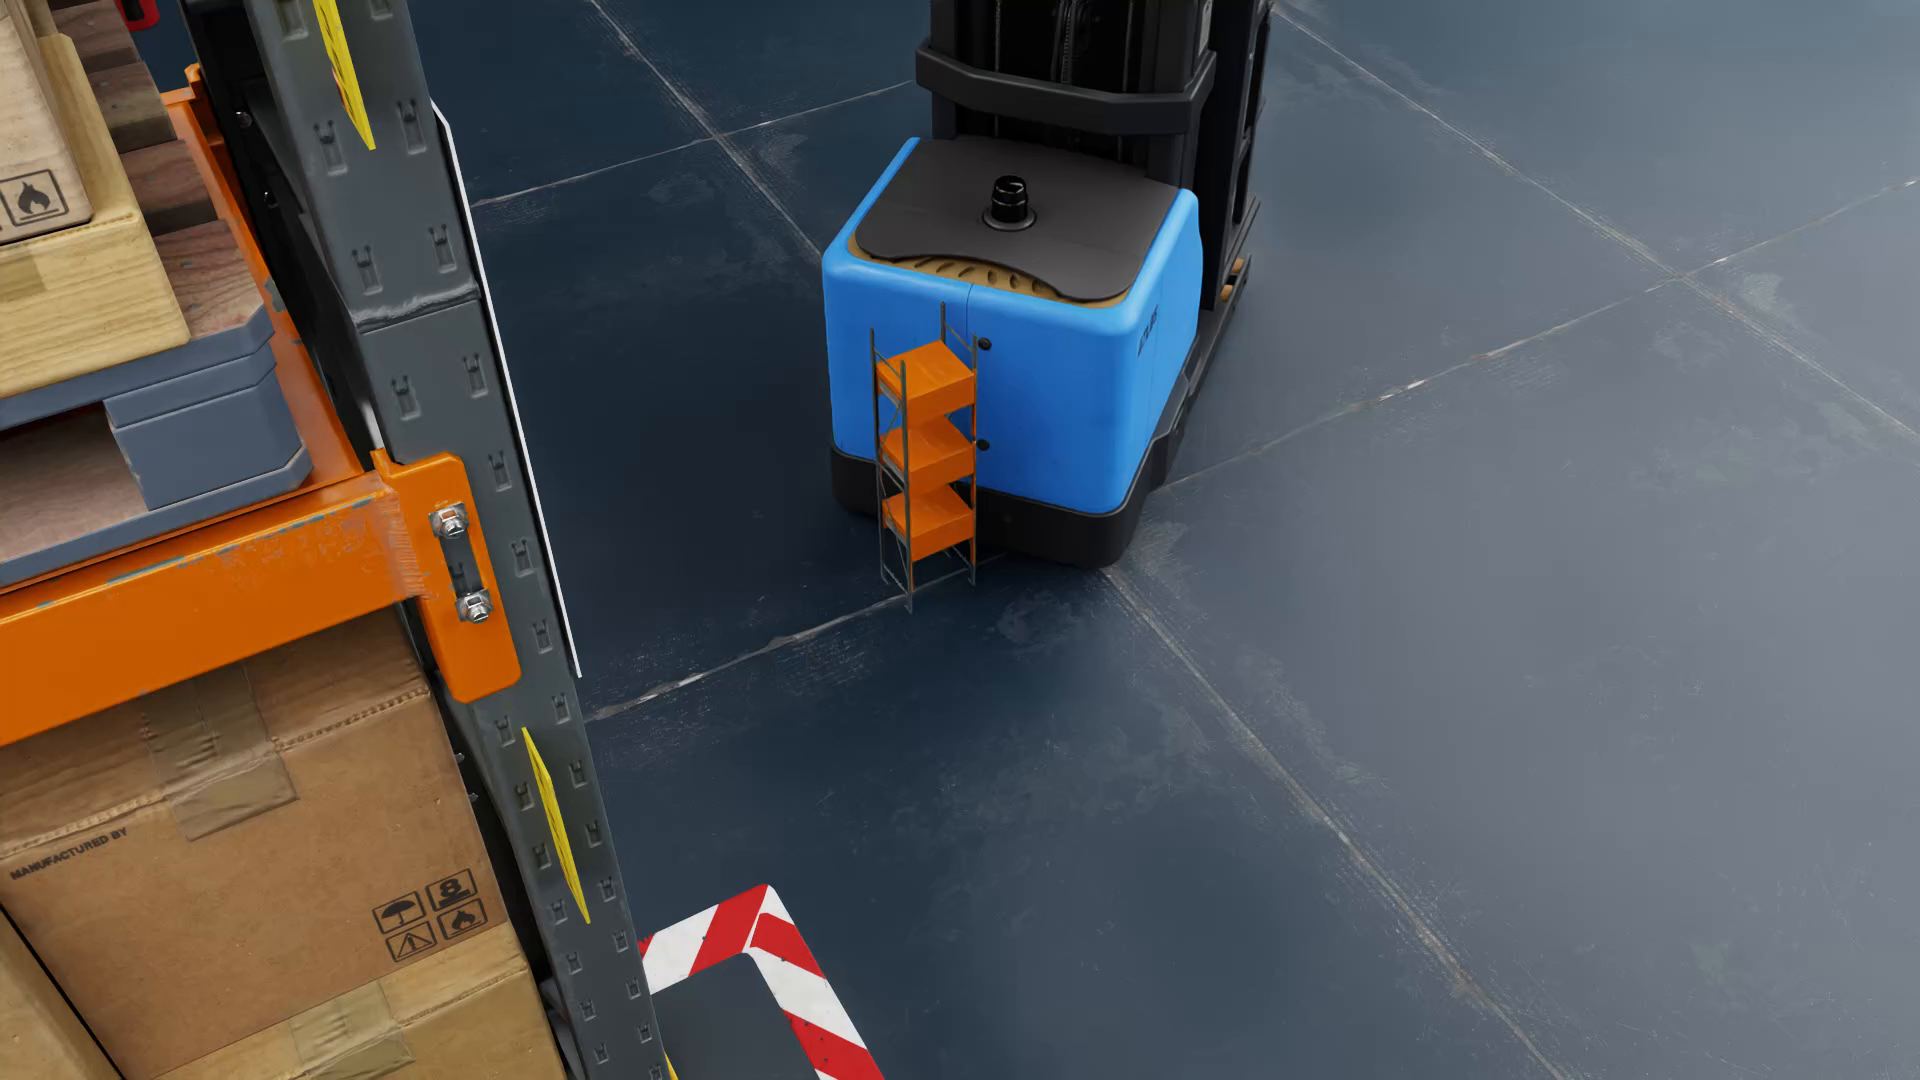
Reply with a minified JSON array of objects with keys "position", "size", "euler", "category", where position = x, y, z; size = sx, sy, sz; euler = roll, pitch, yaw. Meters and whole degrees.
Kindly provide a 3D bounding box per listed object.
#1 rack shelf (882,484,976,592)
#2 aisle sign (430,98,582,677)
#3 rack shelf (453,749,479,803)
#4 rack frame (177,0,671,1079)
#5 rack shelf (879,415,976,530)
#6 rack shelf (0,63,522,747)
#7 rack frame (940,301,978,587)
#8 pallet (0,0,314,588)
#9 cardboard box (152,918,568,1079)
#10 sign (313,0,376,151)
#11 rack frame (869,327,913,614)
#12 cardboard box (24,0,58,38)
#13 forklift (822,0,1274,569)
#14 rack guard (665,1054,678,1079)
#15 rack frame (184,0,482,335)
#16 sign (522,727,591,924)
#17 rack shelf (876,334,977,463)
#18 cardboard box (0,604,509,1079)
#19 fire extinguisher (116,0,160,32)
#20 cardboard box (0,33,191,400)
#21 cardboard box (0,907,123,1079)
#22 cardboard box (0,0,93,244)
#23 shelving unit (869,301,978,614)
[{"position":[-0.107,-0.028,5.439],"size":[0.240,0.259,0.215],"euler":[-23,49,-22],"category":"rack shelf"},{"position":[-0.581,-0.227,1.963],"size":[0.004,0.787,0.394],"euler":[-22,48,-21],"category":"aisle sign"},{"position":[-2.526,1.502,2.566],"size":[4.000,0.370,1.077],"euler":[-22,48,-21],"category":"rack shelf"},{"position":[-0.792,0.549,3.030],"size":[0.127,3.000,1.000],"euler":[-22,48,-21],"category":"rack frame"},{"position":[-0.107,-0.227,5.246],"size":[0.240,0.259,0.215],"euler":[-23,49,-22],"category":"rack shelf"},{"position":[-2.526,0.425,1.521],"size":[4.000,0.370,1.077],"euler":[-22,48,-21],"category":"rack shelf"},{"position":[-0.003,-0.279,5.284],"size":[0.008,1.050,0.200],"euler":[-23,49,-22],"category":"rack frame"},{"position":[-1.430,-0.231,1.745],"size":[1.213,0.211,1.003],"euler":[-22,48,-21],"category":"pallet"},{"position":[-1.091,0.652,2.817],"size":[0.550,0.550,0.875],"euler":[-22,48,-21],"category":"cardboard box"},{"position":[-0.534,-0.484,1.362],"size":[0.005,0.325,0.100],"euler":[-22,48,-21],"category":"sign"},{"position":[-0.211,-0.191,5.193],"size":[0.008,1.050,0.200],"euler":[-23,49,-22],"category":"rack frame"},{"position":[-1.249,-0.698,1.969],"size":[0.250,0.149,0.380],"euler":[-21,48,-21],"category":"cardboard box"},{"position":[0.538,-1.998,5.704],"size":[1.130,2.935,3.031],"euler":[14,46,14],"category":"forklift"},{"position":[-0.771,1.438,3.909],"size":[0.348,0.500,1.175],"euler":[-22,48,-21],"category":"rack guard"},{"position":[-0.792,-1.603,0.941],"size":[0.127,3.000,1.000],"euler":[-22,48,-21],"category":"rack frame"},{"position":[-0.534,0.381,2.202],"size":[0.005,0.325,0.100],"euler":[-22,48,-21],"category":"sign"},{"position":[-0.107,-0.431,5.048],"size":[0.240,0.259,0.215],"euler":[-23,49,-22],"category":"rack shelf"},{"position":[-1.133,0.213,2.493],"size":[0.550,0.550,0.875],"euler":[-22,48,-21],"category":"cardboard box"},{"position":[-3.017,-2.138,5.855],"size":[0.183,0.674,0.296],"euler":[-22,48,-21],"category":"fire extinguisher"},{"position":[-0.912,-0.303,1.562],"size":[0.250,0.149,0.380],"euler":[-22,48,-21],"category":"cardboard box"},{"position":[-1.564,0.460,2.239],"size":[0.550,0.550,0.875],"euler":[-22,48,-21],"category":"cardboard box"},{"position":[-1.077,-0.428,1.404],"size":[0.500,0.250,0.500],"euler":[-21,48,-20],"category":"cardboard box"},{"position":[-0.107,-0.235,5.238],"size":[0.252,1.050,0.215],"euler":[-23,49,-22],"category":"shelving unit"}]
